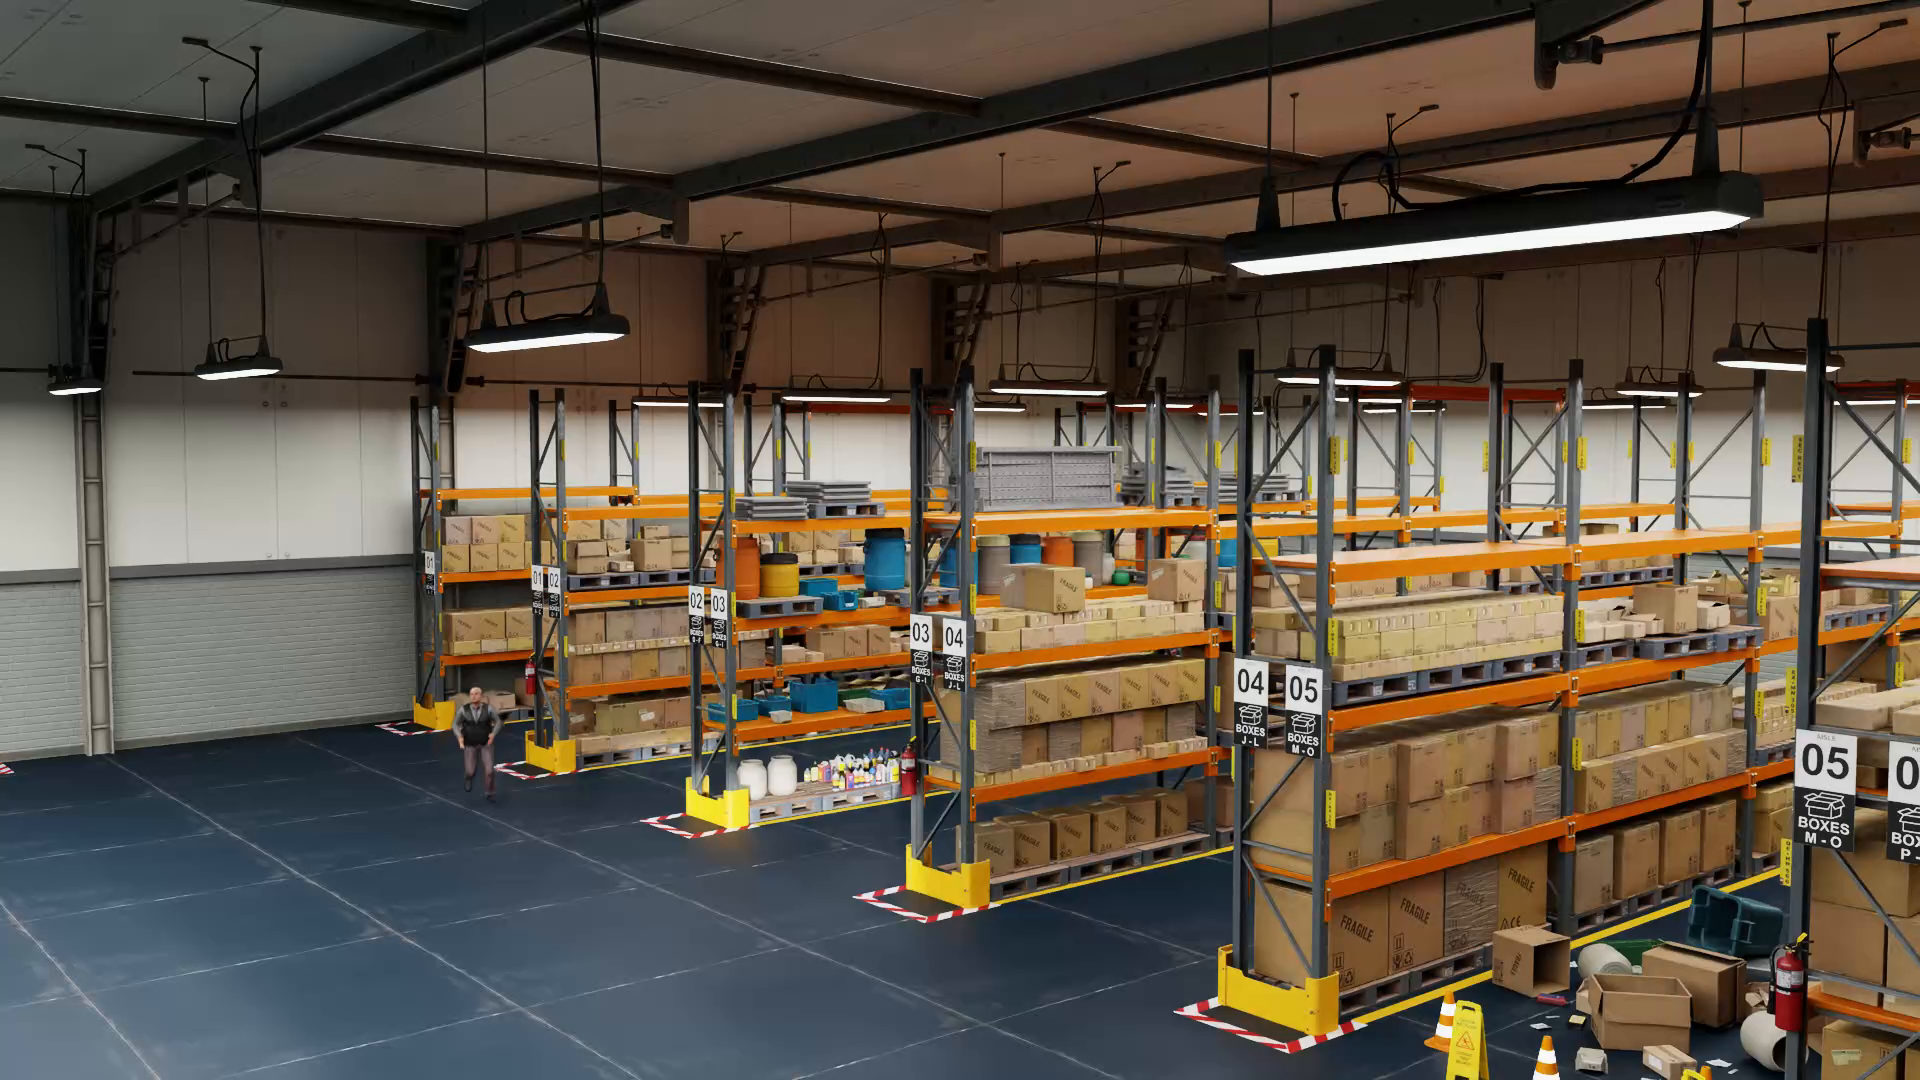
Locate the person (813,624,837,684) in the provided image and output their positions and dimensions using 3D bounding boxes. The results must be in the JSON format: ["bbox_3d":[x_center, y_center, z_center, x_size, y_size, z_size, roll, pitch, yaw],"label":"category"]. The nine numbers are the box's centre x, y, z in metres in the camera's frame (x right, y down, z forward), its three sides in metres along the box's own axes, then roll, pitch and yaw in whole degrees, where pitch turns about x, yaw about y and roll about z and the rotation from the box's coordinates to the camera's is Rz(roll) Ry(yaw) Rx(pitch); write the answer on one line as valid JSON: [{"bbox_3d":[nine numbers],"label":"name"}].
[{"bbox_3d":[-2.698,2.410,32.950,0.529,1.570,0.883,2,4,36],"label":"person"}]

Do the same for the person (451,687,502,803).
[{"bbox_3d":[-6.943,2.946,23.908,0.704,1.672,0.570,-1,4,-17],"label":"person"}]
